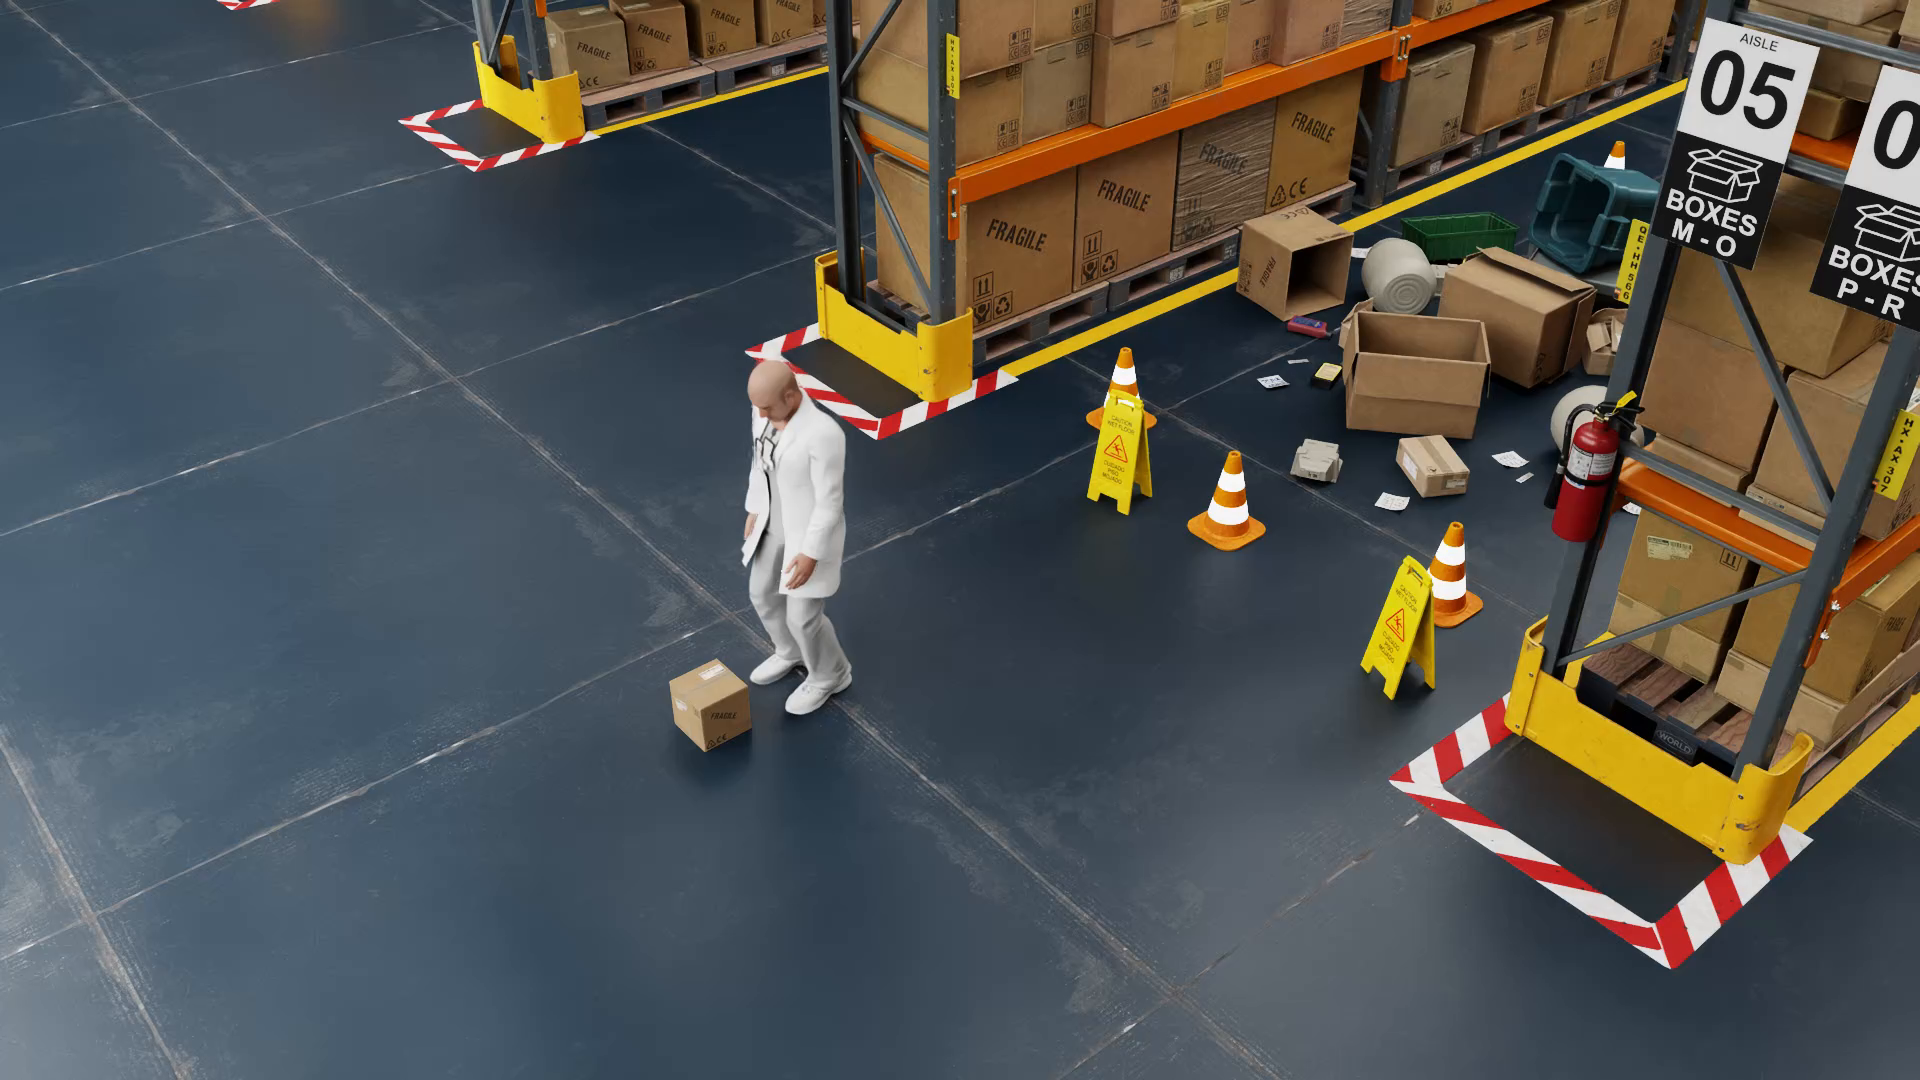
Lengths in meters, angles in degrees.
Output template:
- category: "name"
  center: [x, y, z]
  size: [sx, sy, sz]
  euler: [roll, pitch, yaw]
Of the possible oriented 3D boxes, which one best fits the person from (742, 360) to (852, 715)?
- category: "person"
  center: [-0.703, -0.028, 7.186]
  size: [0.409, 1.731, 0.587]
  euler: [-25, 42, -31]
